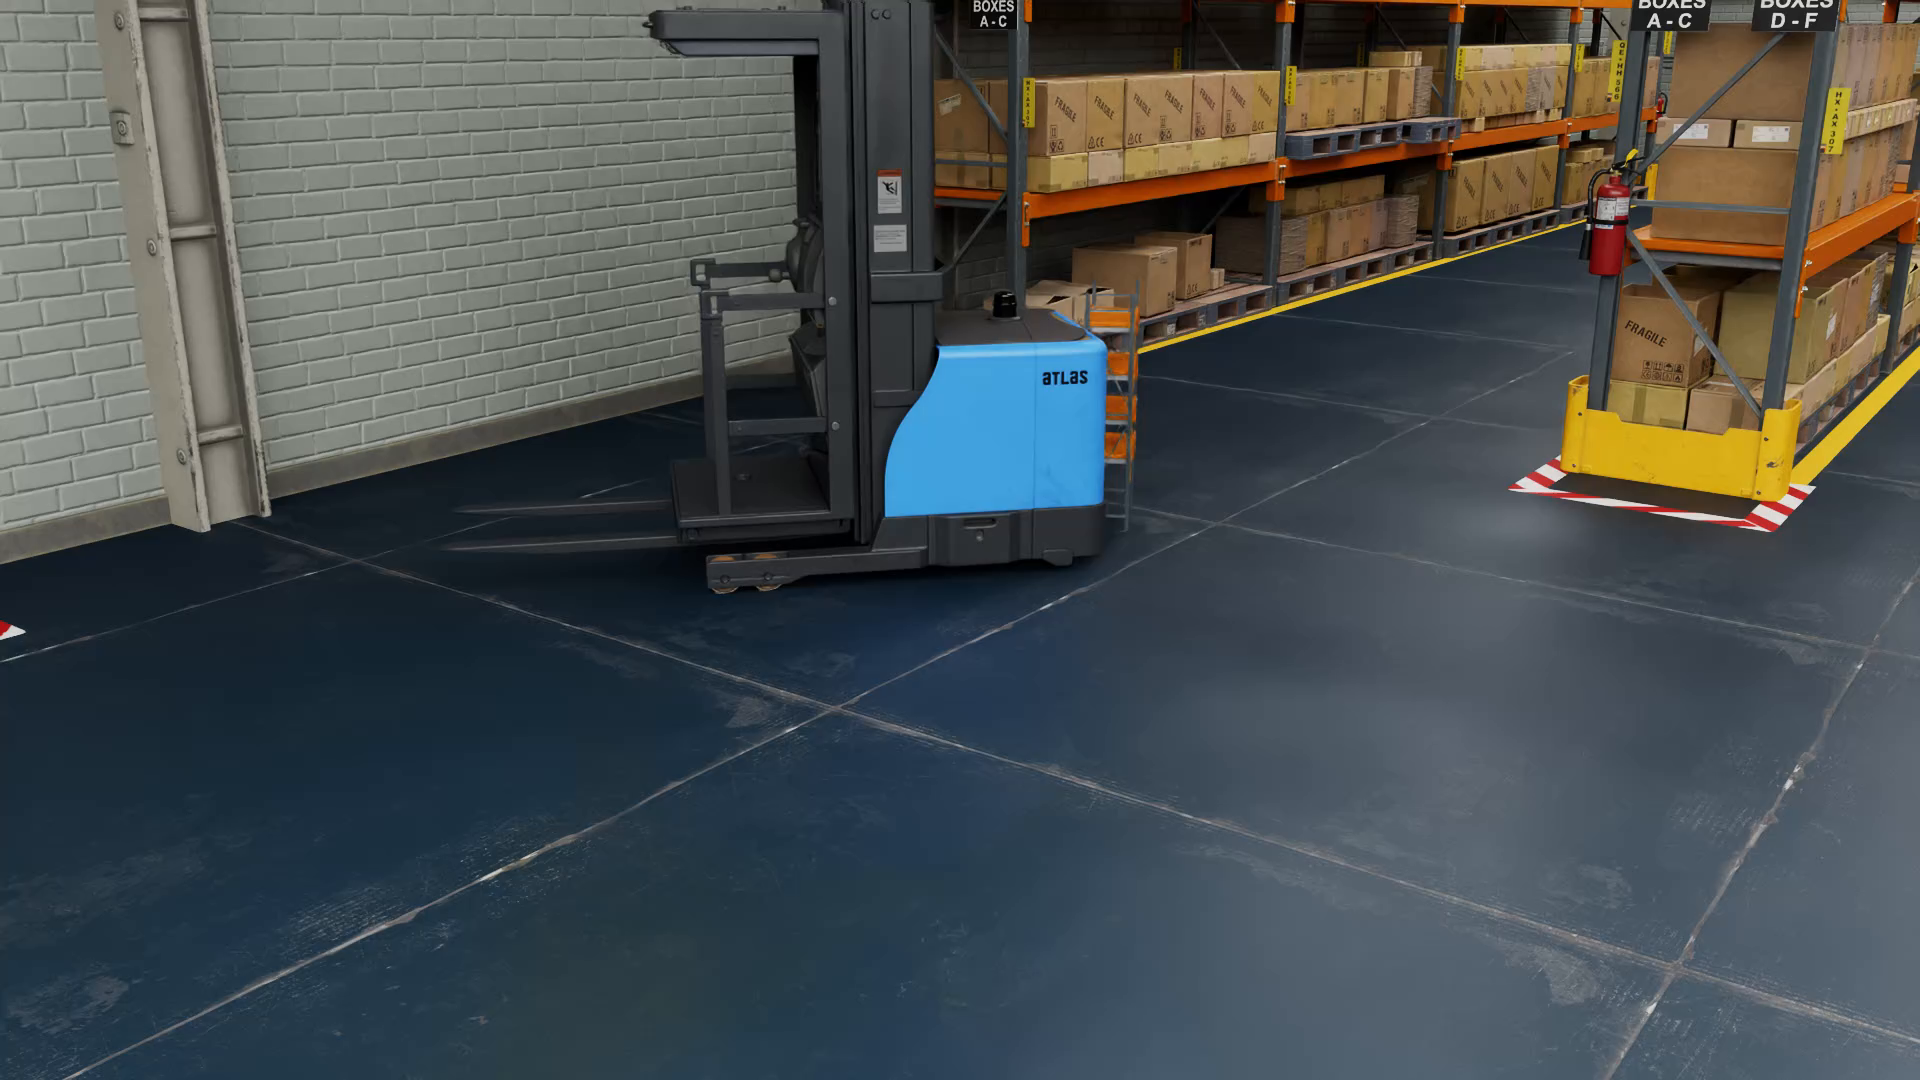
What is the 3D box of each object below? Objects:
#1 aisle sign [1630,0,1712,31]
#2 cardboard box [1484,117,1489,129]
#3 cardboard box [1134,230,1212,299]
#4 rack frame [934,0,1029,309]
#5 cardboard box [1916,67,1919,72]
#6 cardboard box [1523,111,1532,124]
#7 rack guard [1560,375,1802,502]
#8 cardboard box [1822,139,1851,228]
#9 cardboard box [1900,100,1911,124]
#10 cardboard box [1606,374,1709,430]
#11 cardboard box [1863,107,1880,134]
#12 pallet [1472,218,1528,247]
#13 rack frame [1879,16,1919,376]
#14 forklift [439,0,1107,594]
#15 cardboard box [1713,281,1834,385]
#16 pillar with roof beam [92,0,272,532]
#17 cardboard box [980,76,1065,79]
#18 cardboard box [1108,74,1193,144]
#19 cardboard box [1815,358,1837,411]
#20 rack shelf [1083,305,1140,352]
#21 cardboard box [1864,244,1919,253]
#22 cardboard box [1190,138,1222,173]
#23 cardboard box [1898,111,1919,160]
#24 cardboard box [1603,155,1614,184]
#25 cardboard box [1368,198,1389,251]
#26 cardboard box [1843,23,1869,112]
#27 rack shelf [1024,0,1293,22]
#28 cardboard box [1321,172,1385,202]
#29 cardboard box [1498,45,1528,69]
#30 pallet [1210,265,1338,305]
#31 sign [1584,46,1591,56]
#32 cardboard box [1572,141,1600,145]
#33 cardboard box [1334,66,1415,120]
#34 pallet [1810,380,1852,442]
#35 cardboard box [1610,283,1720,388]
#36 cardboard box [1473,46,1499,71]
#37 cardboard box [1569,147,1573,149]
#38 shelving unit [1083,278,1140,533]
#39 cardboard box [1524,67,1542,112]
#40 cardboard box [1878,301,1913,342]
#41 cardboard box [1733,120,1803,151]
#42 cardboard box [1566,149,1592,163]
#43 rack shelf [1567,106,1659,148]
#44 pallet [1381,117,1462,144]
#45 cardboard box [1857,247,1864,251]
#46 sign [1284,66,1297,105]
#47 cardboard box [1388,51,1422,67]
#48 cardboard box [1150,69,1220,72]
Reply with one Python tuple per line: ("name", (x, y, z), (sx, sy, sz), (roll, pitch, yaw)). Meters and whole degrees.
("aisle sign", (3.734, -3.057, 8.647), (0.394, 0.787, 0.004), (12, 21, 35))
("cardboard box", (5.759, -4.738, 18.833), (0.380, 0.149, 0.250), (13, 21, 36))
("cardboard box", (1.826, -2.368, 14.286), (0.500, 0.500, 0.500), (11, 20, 31))
("rack frame", (0.028, -2.654, 11.731), (1.000, 3.000, 0.127), (12, 21, 35))
("cardboard box", (10.338, -4.637, 17.242), (0.500, 0.500, 0.700), (-16, 23, -42))
("cardboard box", (6.573, -5.033, 19.783), (0.380, 0.149, 0.250), (12, 21, 35))
("rack guard", (3.995, -0.580, 9.268), (1.175, 0.500, 0.348), (12, 21, 35))
("cardboard box", (4.907, -2.179, 10.034), (0.700, 0.500, 0.500), (13, 21, 35))
("cardboard box", (6.254, -2.928, 11.353), (0.380, 0.149, 0.250), (12, 21, 34))
("cardboard box", (4.091, -0.847, 9.840), (0.500, 0.250, 0.500), (12, 21, 35))
("cardboard box", (5.489, -2.621, 10.363), (0.380, 0.149, 0.250), (13, 22, 36))
("pallet", (6.053, -3.691, 19.774), (1.003, 0.211, 1.213), (12, 21, 35))
("rack frame", (6.392, -2.732, 11.983), (1.000, 3.000, 0.127), (12, 21, 35))
("forklift", (-0.883, -1.329, 7.580), (3.031, 2.935, 1.130), (-3, 18, -11))
("cardboard box", (4.804, -1.233, 9.819), (0.500, 0.500, 0.500), (12, 21, 35))
("pillar with roof beam", (-0.367, -3.649, 4.819), (9.100, 9.000, 0.400), (12, 21, 35))
("cardboard box", (0.446, -3.218, 12.502), (0.500, 0.500, 0.500), (13, 21, 35))
("cardboard box", (1.468, -3.373, 13.003), (0.500, 0.500, 0.500), (13, 22, 36))
("cardboard box", (5.100, -0.994, 10.314), (0.500, 0.250, 0.500), (12, 21, 35))
("rack shelf", (0.762, -1.063, 8.320), (0.258, 0.148, 0.480), (2, 17, 8))
("cardboard box", (7.449, -2.183, 13.199), (0.500, 0.311, 0.500), (12, 21, 33))
("cardboard box", (1.782, -3.138, 13.511), (0.500, 0.250, 0.500), (12, 21, 34))
("cardboard box", (7.177, -3.085, 12.952), (0.500, 0.500, 0.500), (14, 22, 39))
("cardboard box", (8.628, -5.048, 22.948), (0.700, 0.500, 0.500), (12, 21, 33))
("cardboard box", (4.008, -3.293, 17.262), (0.700, 0.500, 0.500), (12, 21, 35))
("cardboard box", (4.938, -2.815, 9.893), (0.700, 0.500, 0.500), (13, 21, 35))
("rack shelf", (1.220, -4.219, 12.927), (1.077, 0.370, 4.000), (12, 21, 35))
("cardboard box", (4.018, -3.628, 17.078), (0.500, 0.250, 0.500), (13, 21, 36))
("cardboard box", (6.186, -5.550, 19.089), (0.500, 0.250, 0.500), (12, 21, 34))
("pallet", (2.875, -2.460, 15.811), (1.003, 0.211, 1.213), (12, 21, 35))
("sign", (9.120, -7.015, 24.183), (0.100, 0.325, 0.005), (12, 21, 35))
("cardboard box", (8.838, -5.541, 23.442), (0.380, 0.149, 0.250), (12, 21, 35))
("cardboard box", (4.212, -4.565, 16.977), (0.700, 0.500, 0.500), (10, 20, 30))
("pallet", (5.158, -0.926, 10.871), (1.003, 0.211, 1.213), (12, 21, 35))
("cardboard box", (4.090, -1.205, 9.730), (0.500, 0.500, 0.500), (12, 21, 35))
("cardboard box", (5.592, -5.307, 18.308), (0.500, 0.250, 0.500), (12, 21, 34))
("cardboard box", (8.081, -5.238, 22.465), (0.380, 0.149, 0.250), (13, 21, 35))
("shelving unit", (0.762, -0.688, 8.436), (0.258, 1.200, 0.503), (2, 17, 8))
("cardboard box", (6.504, -5.315, 19.598), (0.500, 0.500, 0.500), (12, 21, 35))
("cardboard box", (6.832, -1.672, 12.497), (0.500, 0.250, 0.500), (12, 21, 33))
("cardboard box", (4.416, -2.192, 8.983), (0.380, 0.149, 0.250), (12, 21, 34))
("cardboard box", (8.057, -5.038, 21.821), (0.380, 0.149, 0.250), (13, 22, 37))
("rack shelf", (8.370, -5.645, 22.576), (1.077, 0.370, 4.000), (12, 21, 35))
("pallet", (4.456, -4.279, 17.288), (1.213, 0.211, 1.003), (12, 21, 35))
("cardboard box", (7.008, -2.278, 13.503), (0.500, 0.311, 0.500), (12, 21, 35))
("sign", (2.852, -3.926, 14.368), (0.100, 0.325, 0.005), (12, 21, 35))
("cardboard box", (4.614, -5.039, 17.409), (0.380, 0.149, 0.250), (9, 20, 28))
("cardboard box", (1.964, -3.827, 14.466), (0.500, 0.500, 0.500), (12, 21, 33))
